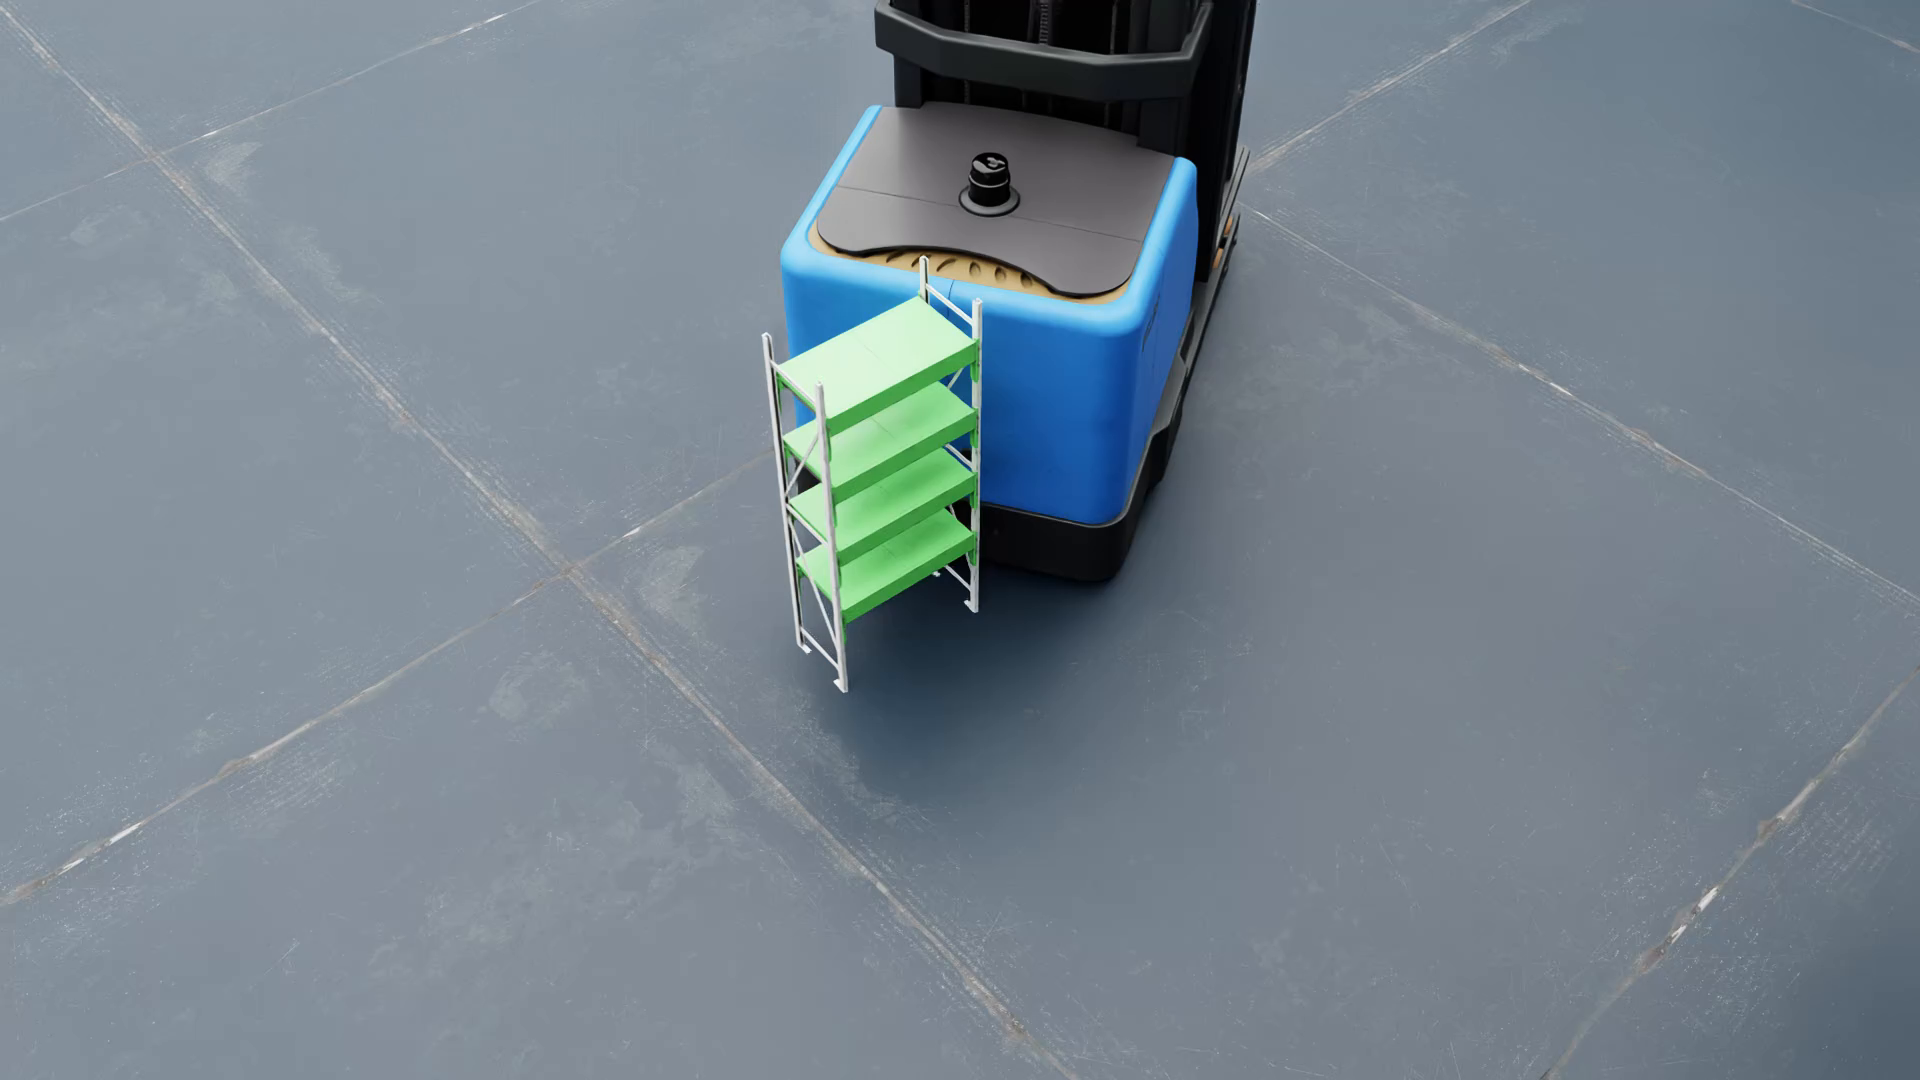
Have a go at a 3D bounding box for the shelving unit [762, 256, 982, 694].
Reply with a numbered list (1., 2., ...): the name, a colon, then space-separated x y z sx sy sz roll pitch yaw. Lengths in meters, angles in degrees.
1. shelving unit: -0.215 -0.143 4.566 0.503 1.200 0.258 -30 54 -25

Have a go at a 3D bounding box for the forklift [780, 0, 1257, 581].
1. forklift: 0.408 -1.976 5.079 1.130 2.935 3.031 13 49 11

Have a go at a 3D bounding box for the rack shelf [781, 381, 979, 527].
1. rack shelf: -0.215 -0.263 4.436 0.480 0.148 0.258 -30 54 -25

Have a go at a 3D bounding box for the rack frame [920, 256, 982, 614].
1. rack frame: -0.024 -0.255 4.669 0.015 1.200 0.240 -30 54 -25

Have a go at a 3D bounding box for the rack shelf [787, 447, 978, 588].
1. rack shelf: -0.215 -0.100 4.613 0.480 0.148 0.258 -30 54 -25

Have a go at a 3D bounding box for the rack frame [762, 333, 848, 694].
1. rack frame: -0.405 -0.031 4.463 0.015 1.200 0.240 -30 54 -25

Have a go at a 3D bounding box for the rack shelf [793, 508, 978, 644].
1. rack shelf: -0.215 0.063 4.789 0.480 0.148 0.258 -30 54 -25

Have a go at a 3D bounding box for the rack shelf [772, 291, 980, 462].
1. rack shelf: -0.215 -0.426 4.260 0.480 0.148 0.258 -30 54 -25
